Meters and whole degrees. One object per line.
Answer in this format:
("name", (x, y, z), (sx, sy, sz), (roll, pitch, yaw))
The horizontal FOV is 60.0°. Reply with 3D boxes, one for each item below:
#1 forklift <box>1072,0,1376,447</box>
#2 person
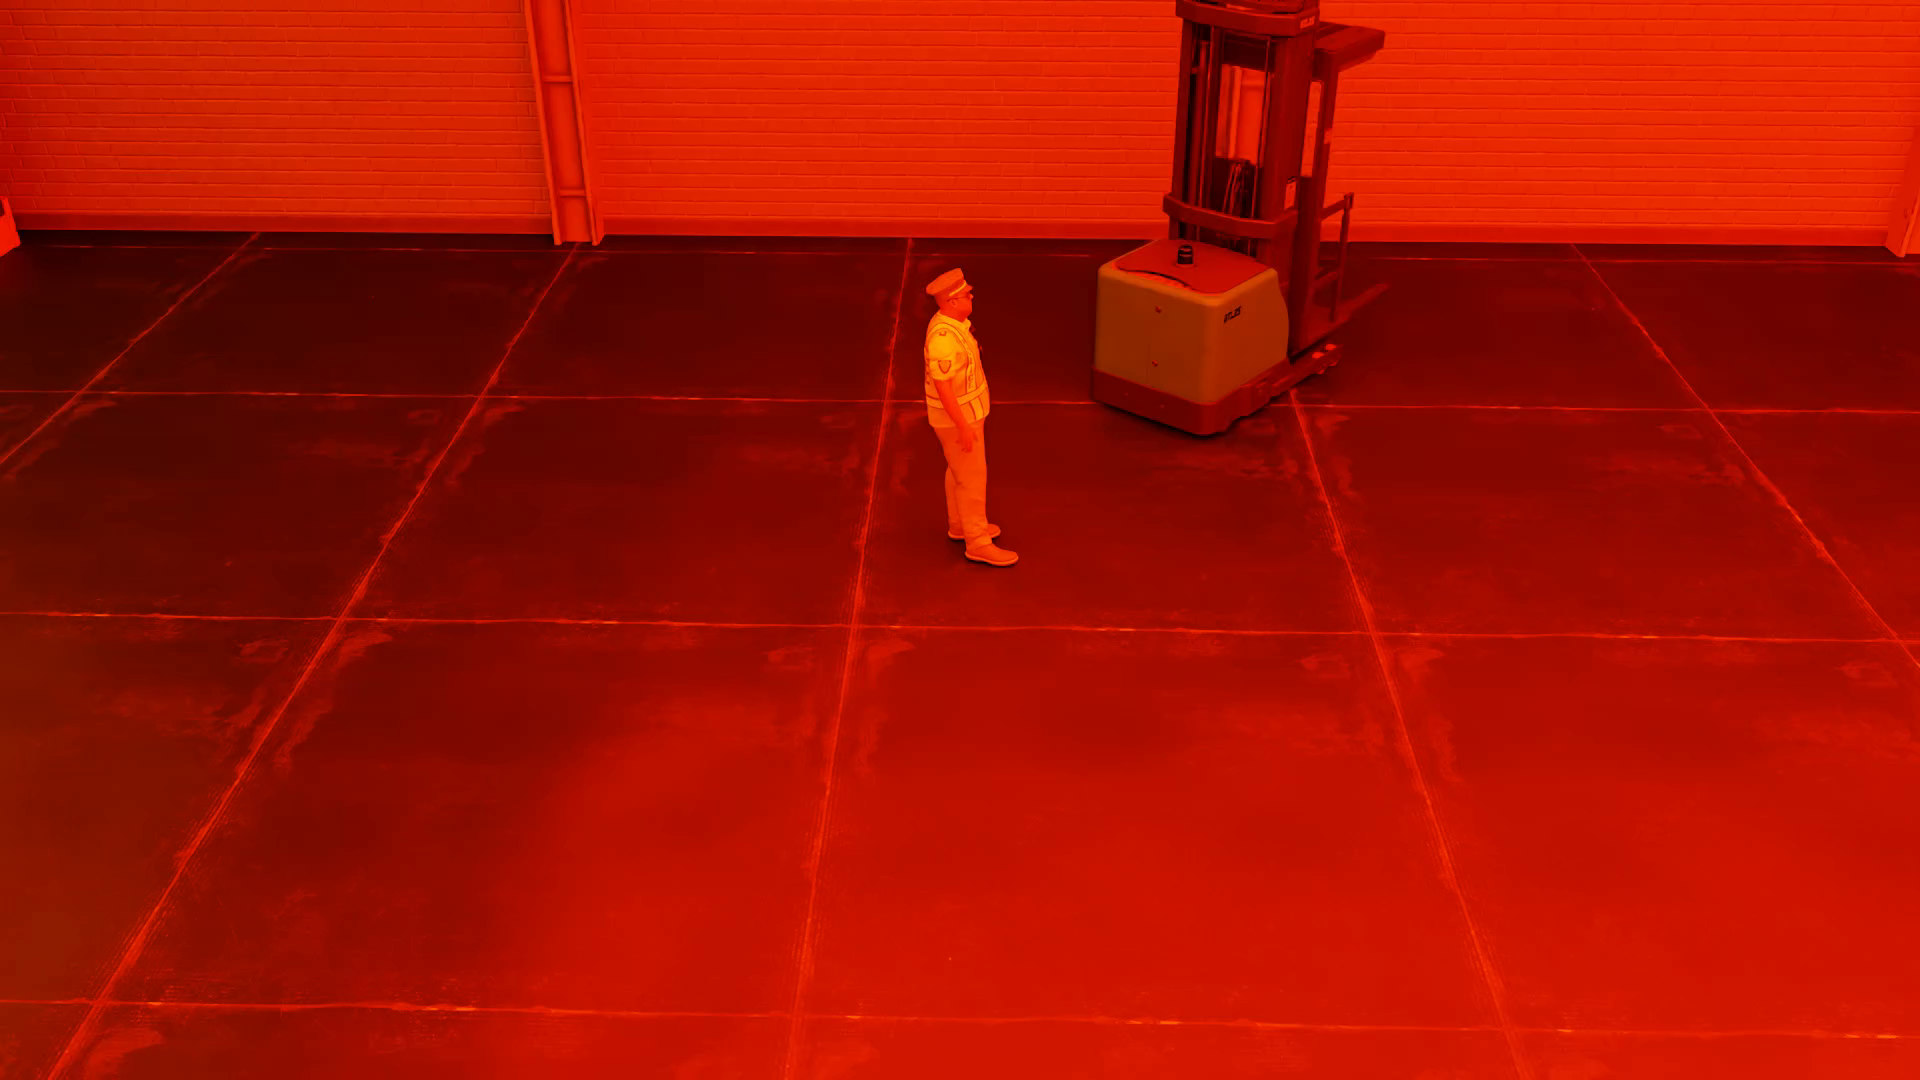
("forklift", (2.137, -2.581, 11.991), (1.130, 2.935, 3.031), (23, 38, 34))
("person", (0.078, -0.768, 10.032), (0.574, 1.781, 0.641), (1, 31, 1))
